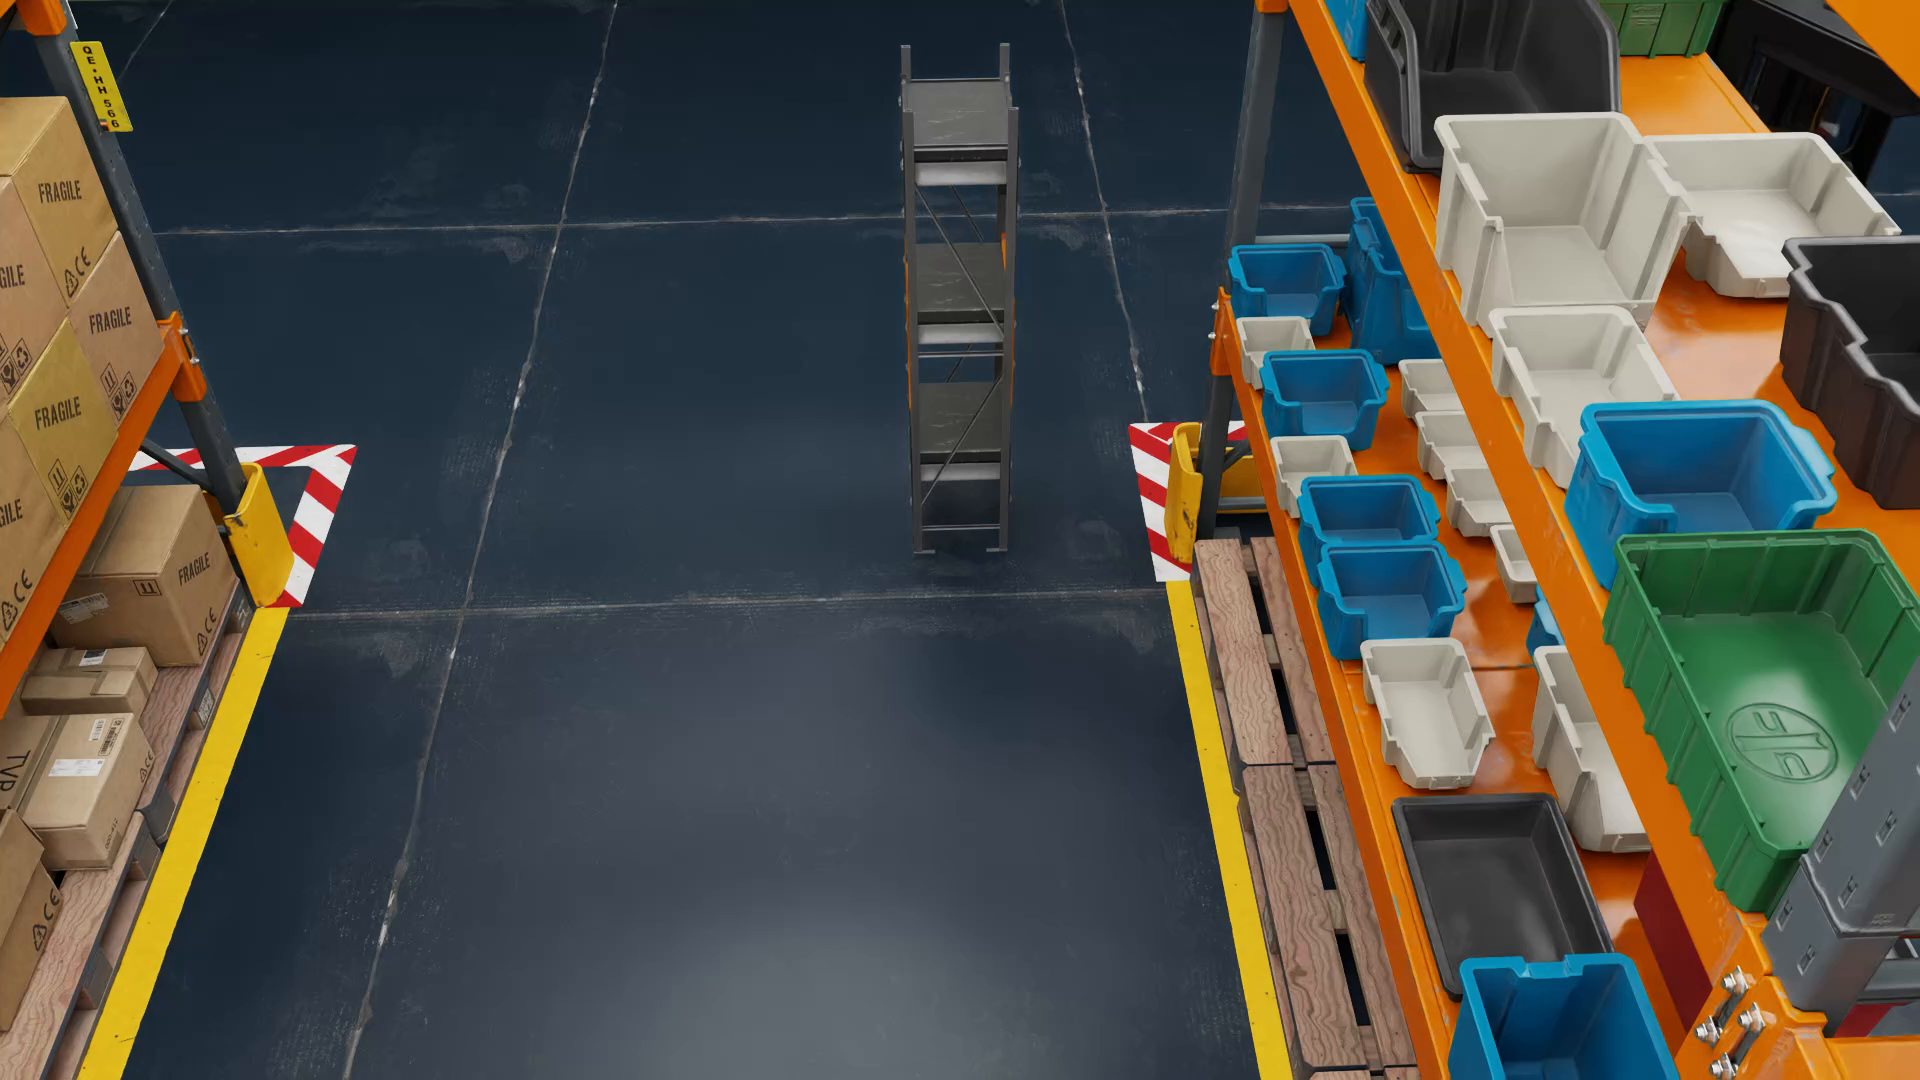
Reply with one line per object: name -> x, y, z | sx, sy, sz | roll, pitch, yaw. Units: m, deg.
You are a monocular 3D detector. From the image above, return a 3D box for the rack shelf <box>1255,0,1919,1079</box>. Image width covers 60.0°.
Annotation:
rack shelf -> 1.588, -0.609, 4.006 | 1.077, 0.370, 4.000 | -2, 43, -2

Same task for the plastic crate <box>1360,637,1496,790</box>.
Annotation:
plastic crate -> 1.298, 0.490, 4.646 | 0.293, 0.136, 0.466 | -2, 43, -2

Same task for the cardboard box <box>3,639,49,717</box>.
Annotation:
cardboard box -> -3.685, 0.586, 6.100 | 0.500, 0.250, 0.500 | -2, 43, -2

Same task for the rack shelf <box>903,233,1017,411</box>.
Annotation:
rack shelf -> -0.007, -0.876, 6.672 | 0.431, 0.518, 0.480 | -2, 43, -2

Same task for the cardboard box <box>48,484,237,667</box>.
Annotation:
cardboard box -> -3.177, 0.141, 6.401 | 0.500, 0.500, 0.500 | -2, 43, -2

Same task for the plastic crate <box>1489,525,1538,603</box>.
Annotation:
plastic crate -> 1.784, 0.085, 5.088 | 0.298, 0.136, 0.250 | -2, 43, -2

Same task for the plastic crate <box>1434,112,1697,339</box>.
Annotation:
plastic crate -> 1.289, -0.675, 3.634 | 0.437, 0.282, 0.530 | -2, 43, -2

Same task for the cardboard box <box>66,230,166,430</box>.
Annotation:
cardboard box -> -3.155, -0.721, 5.742 | 0.500, 0.500, 0.500 | 0, 43, 0

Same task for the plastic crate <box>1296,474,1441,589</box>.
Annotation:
plastic crate -> 1.240, -0.014, 5.124 | 0.416, 0.233, 0.300 | -2, 43, -2

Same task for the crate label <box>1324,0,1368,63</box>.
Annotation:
crate label -> 1.219, -1.537, 4.597 | 0.408, 0.251, 0.502 | -2, 43, -2

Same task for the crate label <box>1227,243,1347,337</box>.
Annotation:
crate label -> 1.184, -0.902, 6.094 | 0.416, 0.233, 0.303 | -2, 43, -2

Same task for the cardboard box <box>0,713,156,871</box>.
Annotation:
cardboard box -> -3.167, 0.875, 5.785 | 0.500, 0.250, 0.500 | -2, 43, -2

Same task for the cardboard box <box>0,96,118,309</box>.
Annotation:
cardboard box -> -3.153, -1.091, 5.407 | 0.500, 0.500, 0.500 | -2, 43, -2

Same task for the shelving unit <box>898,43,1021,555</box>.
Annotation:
shelving unit -> -0.007, -0.886, 6.662 | 0.431, 2.100, 0.503 | -2, 43, -2

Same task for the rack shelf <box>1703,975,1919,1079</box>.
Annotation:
rack shelf -> 1.758, 2.092, 1.060 | 1.077, 0.370, 4.000 | -2, 43, -2

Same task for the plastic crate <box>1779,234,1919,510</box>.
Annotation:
plastic crate -> 1.894, -0.322, 3.258 | 0.497, 0.269, 0.590 | -2, 43, -2

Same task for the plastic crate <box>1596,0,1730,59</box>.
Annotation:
plastic crate -> 1.830, -1.488, 4.591 | 0.450, 0.188, 0.336 | -2, 43, -2

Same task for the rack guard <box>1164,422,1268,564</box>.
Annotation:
rack guard -> 1.489, -0.212, 7.112 | 1.175, 0.500, 0.348 | -2, 43, -2

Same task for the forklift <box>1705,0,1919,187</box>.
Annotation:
forklift -> 3.226, -1.085, 6.264 | 1.130, 2.935, 3.031 | -22, 47, -22

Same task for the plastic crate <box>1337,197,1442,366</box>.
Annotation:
plastic crate -> 1.704, -0.933, 5.977 | 0.616, 0.435, 0.499 | -2, 43, -2

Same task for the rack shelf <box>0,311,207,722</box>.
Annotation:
rack shelf -> -3.361, 0.637, 4.868 | 1.077, 0.370, 4.000 | -2, 43, -2

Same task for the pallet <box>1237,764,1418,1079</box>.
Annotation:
pallet -> 1.548, 1.289, 5.687 | 1.003, 0.211, 1.213 | -2, 43, -2

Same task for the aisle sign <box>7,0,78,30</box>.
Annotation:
aisle sign -> -3.143, -1.992, 5.279 | 0.394, 0.787, 0.004 | -2, 43, -2

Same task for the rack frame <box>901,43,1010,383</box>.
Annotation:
rack frame -> -0.017, -1.050, 6.842 | 0.400, 2.100, 0.015 | -2, 43, -2

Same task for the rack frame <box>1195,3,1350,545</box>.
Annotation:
rack frame -> 1.503, -1.118, 6.250 | 1.000, 3.000, 0.127 | -2, 43, -2

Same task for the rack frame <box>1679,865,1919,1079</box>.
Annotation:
rack frame -> 1.673, 1.582, 3.304 | 1.000, 3.000, 0.127 | -2, 43, -2

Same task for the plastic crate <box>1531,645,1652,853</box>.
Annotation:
plastic crate -> 1.792, 0.568, 4.454 | 0.437, 0.282, 0.530 | -2, 43, -2

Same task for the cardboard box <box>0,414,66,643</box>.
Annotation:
cardboard box -> -3.114, -0.034, 4.993 | 0.500, 0.500, 0.500 | -1, 43, -1

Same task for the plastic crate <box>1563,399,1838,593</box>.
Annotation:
plastic crate -> 1.315, -0.067, 3.007 | 0.416, 0.233, 0.300 | -2, 43, -2

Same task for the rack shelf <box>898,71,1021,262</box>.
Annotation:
rack shelf -> -0.007, -1.392, 6.199 | 0.431, 0.518, 0.480 | -2, 43, -2

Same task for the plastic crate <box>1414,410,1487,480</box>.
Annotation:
plastic crate -> 1.716, -0.302, 5.510 | 0.396, 0.136, 0.243 | -2, 43, -2

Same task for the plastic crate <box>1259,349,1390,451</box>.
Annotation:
plastic crate -> 1.212, -0.458, 5.609 | 0.416, 0.233, 0.300 | -2, 43, -2

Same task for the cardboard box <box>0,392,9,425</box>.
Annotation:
cardboard box -> -3.104, -0.400, 4.653 | 0.500, 0.500, 0.500 | -1, 43, -1

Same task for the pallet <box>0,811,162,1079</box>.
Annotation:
pallet -> -3.359, 1.461, 5.500 | 1.003, 0.211, 1.213 | -2, 43, -2
